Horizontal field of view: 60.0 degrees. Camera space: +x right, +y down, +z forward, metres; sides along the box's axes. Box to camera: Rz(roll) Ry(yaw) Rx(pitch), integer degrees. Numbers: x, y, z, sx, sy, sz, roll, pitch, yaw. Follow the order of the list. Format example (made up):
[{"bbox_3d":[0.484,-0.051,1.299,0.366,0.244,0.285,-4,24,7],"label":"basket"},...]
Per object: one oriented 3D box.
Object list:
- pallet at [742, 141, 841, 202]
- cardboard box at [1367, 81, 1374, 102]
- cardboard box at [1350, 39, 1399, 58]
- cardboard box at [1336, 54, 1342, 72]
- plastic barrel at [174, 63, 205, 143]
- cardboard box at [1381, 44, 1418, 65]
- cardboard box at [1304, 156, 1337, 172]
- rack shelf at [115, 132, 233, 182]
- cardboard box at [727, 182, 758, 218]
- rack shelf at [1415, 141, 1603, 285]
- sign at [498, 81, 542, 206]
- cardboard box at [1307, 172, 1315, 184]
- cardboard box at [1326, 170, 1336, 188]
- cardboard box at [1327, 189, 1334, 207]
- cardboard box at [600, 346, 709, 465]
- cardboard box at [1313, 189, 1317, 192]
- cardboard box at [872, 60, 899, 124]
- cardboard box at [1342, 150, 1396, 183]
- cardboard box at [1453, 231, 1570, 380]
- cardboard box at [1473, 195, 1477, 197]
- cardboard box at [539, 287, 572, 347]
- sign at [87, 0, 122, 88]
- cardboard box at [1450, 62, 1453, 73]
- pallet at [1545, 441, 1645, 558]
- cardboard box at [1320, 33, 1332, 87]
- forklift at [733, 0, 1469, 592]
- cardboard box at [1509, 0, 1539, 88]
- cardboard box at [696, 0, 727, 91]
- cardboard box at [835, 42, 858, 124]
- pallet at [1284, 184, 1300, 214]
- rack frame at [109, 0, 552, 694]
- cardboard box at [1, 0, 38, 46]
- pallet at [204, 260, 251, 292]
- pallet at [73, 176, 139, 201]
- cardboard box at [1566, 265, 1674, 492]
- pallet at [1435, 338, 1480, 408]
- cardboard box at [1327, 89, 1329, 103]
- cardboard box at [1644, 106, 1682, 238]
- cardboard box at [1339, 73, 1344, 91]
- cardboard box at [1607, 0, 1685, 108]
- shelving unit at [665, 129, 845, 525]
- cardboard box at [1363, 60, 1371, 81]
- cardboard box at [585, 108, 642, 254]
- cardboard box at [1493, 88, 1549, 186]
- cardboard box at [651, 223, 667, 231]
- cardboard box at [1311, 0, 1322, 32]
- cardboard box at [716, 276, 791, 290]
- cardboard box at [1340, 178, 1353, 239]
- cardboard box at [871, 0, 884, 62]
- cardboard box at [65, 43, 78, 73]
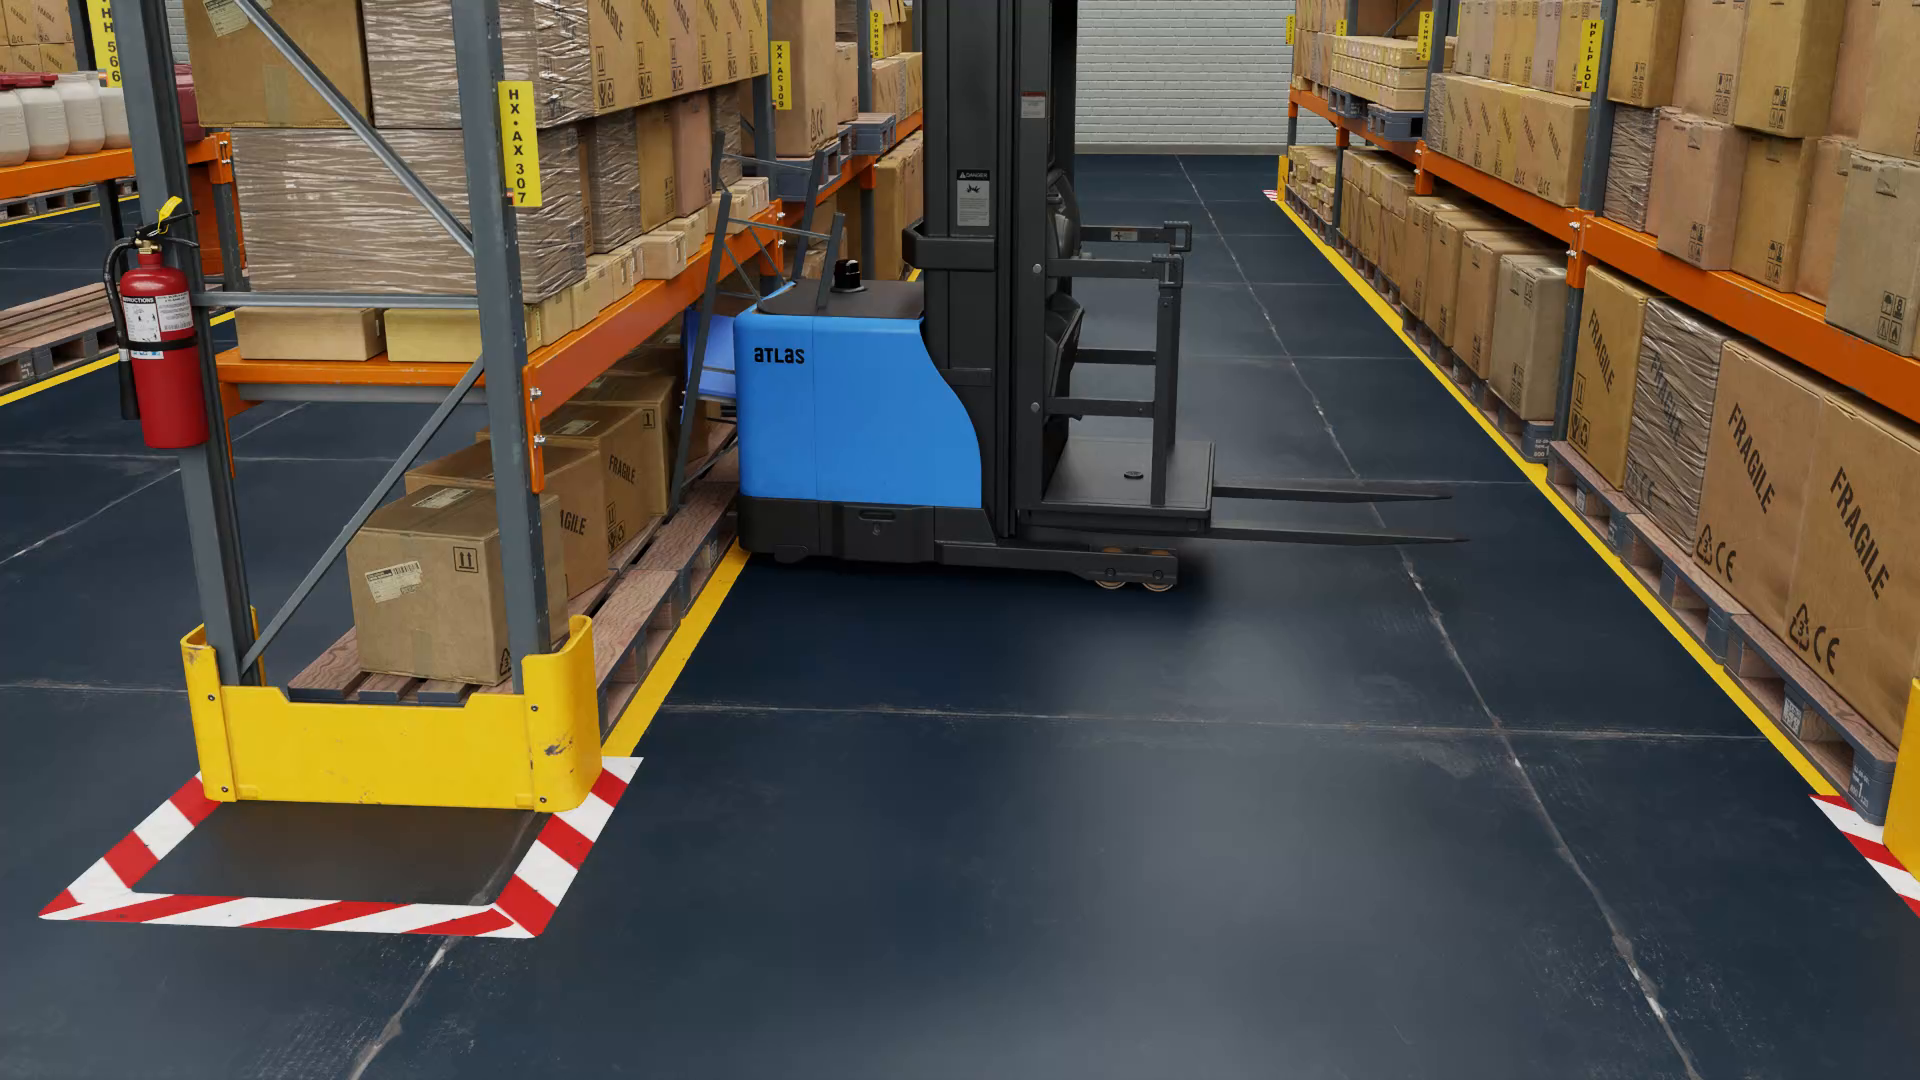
[{"bbox_3d":[-1.232,-2.042,9.144,1.003,0.211,1.213,1,18,4],"label":"pallet"},{"bbox_3d":[3.449,-3.560,13.201,0.380,0.149,0.250,0,18,1],"label":"cardboard box"},{"bbox_3d":[3.522,-4.169,14.102,0.380,0.149,0.250,1,18,3],"label":"cardboard box"},{"bbox_3d":[3.578,-4.270,14.889,0.380,0.149,0.250,1,18,3],"label":"cardboard box"},{"bbox_3d":[-5.816,-3.165,12.047,0.600,0.536,0.708,1,18,4],"label":"plastic barrel"},{"bbox_3d":[3.412,-3.683,12.621,0.380,0.149,0.250,2,18,6],"label":"cardboard box"},{"bbox_3d":[3.918,-4.047,17.904,0.380,0.149,0.250,2,18,5],"label":"cardboard box"},{"bbox_3d":[-5.942,-3.531,14.537,1.077,0.370,4.000,1,18,4],"label":"rack shelf"},{"bbox_3d":[-1.181,-1.628,7.979,0.380,0.149,0.250,1,18,4],"label":"cardboard box"},{"bbox_3d":[3.652,-2.036,9.974,1.077,0.370,4.000,1,18,4],"label":"rack shelf"},{"bbox_3d":[-1.177,-1.056,4.437,0.100,0.325,0.005,1,18,4],"label":"sign"},{"bbox_3d":[4.019,-3.989,18.206,0.380,0.149,0.250,0,18,1],"label":"cardboard box"},{"bbox_3d":[3.827,-3.565,16.435,0.380,0.149,0.250,2,18,5],"label":"cardboard box"},{"bbox_3d":[3.787,-3.332,16.202,0.380,0.149,0.250,2,18,5],"label":"cardboard box"},{"bbox_3d":[-1.534,-0.609,7.804,0.500,0.500,0.500,7,20,21],"label":"cardboard box"},{"bbox_3d":[3.930,-3.616,17.546,0.380,0.149,0.250,2,18,5],"label":"cardboard box"},{"bbox_3d":[-0.771,-3.653,13.593,0.500,0.500,0.500,1,18,3],"label":"cardboard box"},{"bbox_3d":[3.765,-3.386,15.074,0.500,0.250,0.500,0,18,1],"label":"cardboard box"},{"bbox_3d":[3.536,-1.381,9.760,1.050,0.750,0.750,1,18,4],"label":"cardboard box"},{"bbox_3d":[4.086,-2.576,12.602,0.500,0.250,0.500,0,18,1],"label":"cardboard box"},{"bbox_3d":[-1.423,-0.697,5.137,0.380,0.149,0.250,1,18,4],"label":"cardboard box"},{"bbox_3d":[-2.270,-1.375,4.436,0.100,0.325,0.005,1,18,4],"label":"sign"},{"bbox_3d":[4.121,-3.766,13.350,0.380,0.149,0.250,1,18,3],"label":"cardboard box"},{"bbox_3d":[3.376,-0.197,7.685,1.003,0.211,1.213,1,18,4],"label":"pallet"},{"bbox_3d":[3.873,-4.748,16.457,0.500,0.500,0.500,1,18,2],"label":"cardboard box"},{"bbox_3d":[0.617,-1.361,6.870,3.031,2.935,1.130,3,18,9],"label":"forklift"},{"bbox_3d":[3.647,-2.907,9.711,0.700,0.500,0.500,1,18,3],"label":"cardboard box"},{"bbox_3d":[-1.261,-2.106,6.789,0.500,0.500,0.500,1,18,4],"label":"cardboard box"},{"bbox_3d":[-1.084,-3.044,11.060,0.700,0.500,0.500,4,19,12],"label":"cardboard box"},{"bbox_3d":[4.270,-3.883,18.935,1.003,0.211,1.213,1,18,4],"label":"pallet"},{"bbox_3d":[-1.718,-0.656,4.609,1.000,3.000,0.127,1,18,4],"label":"rack frame"},{"bbox_3d":[-10.350,-5.588,17.894,0.500,0.500,0.500,1,18,2],"label":"cardboard box"},{"bbox_3d":[-6.070,-2.172,13.713,1.003,0.211,1.213,1,18,4],"label":"pallet"},{"bbox_3d":[-10.513,-4.251,20.059,1.003,0.211,1.213,1,18,4],"label":"pallet"},{"bbox_3d":[3.394,-0.753,7.640,0.875,0.875,0.875,2,18,5],"label":"cardboard box"},{"bbox_3d":[3.573,-1.053,10.297,1.003,0.211,1.213,1,18,4],"label":"pallet"},{"bbox_3d":[3.779,-4.298,16.126,0.380,0.149,0.250,1,18,2],"label":"cardboard box"},{"bbox_3d":[3.477,-1.542,7.070,0.875,0.550,0.550,1,18,4],"label":"cardboard box"},{"bbox_3d":[3.559,-4.045,14.681,0.380,0.149,0.250,1,18,4],"label":"cardboard box"},{"bbox_3d":[3.448,-2.227,7.428,0.875,0.550,0.550,1,18,4],"label":"cardboard box"},{"bbox_3d":[-0.951,-0.920,7.417,0.538,1.500,1.048,8,26,-14],"label":"shelving unit"},{"bbox_3d":[3.467,-3.785,13.407,0.380,0.149,0.250,2,18,5],"label":"cardboard box"},{"bbox_3d":[-1.656,-1.328,6.019,0.875,0.500,0.500,1,18,4],"label":"cardboard box"},{"bbox_3d":[3.352,-2.286,9.422,0.500,0.500,0.500,1,18,4],"label":"cardboard box"},{"bbox_3d":[-1.370,-1.164,6.563,0.380,0.149,0.250,1,18,4],"label":"cardboard box"},{"bbox_3d":[3.949,-5.538,17.262,0.500,0.500,0.500,1,18,2],"label":"cardboard box"},{"bbox_3d":[-1.313,-1.258,9.752,0.700,0.500,0.500,1,18,4],"label":"cardboard box"},{"bbox_3d":[3.764,-3.029,15.191,0.500,0.500,0.500,2,18,6],"label":"cardboard box"},{"bbox_3d":[-1.027,-4.094,13.329,0.797,0.503,0.637,2,18,5],"label":"cardboard box"},{"bbox_3d":[-10.287,-5.434,19.029,0.500,0.500,0.500,1,18,4],"label":"cardboard box"}]
